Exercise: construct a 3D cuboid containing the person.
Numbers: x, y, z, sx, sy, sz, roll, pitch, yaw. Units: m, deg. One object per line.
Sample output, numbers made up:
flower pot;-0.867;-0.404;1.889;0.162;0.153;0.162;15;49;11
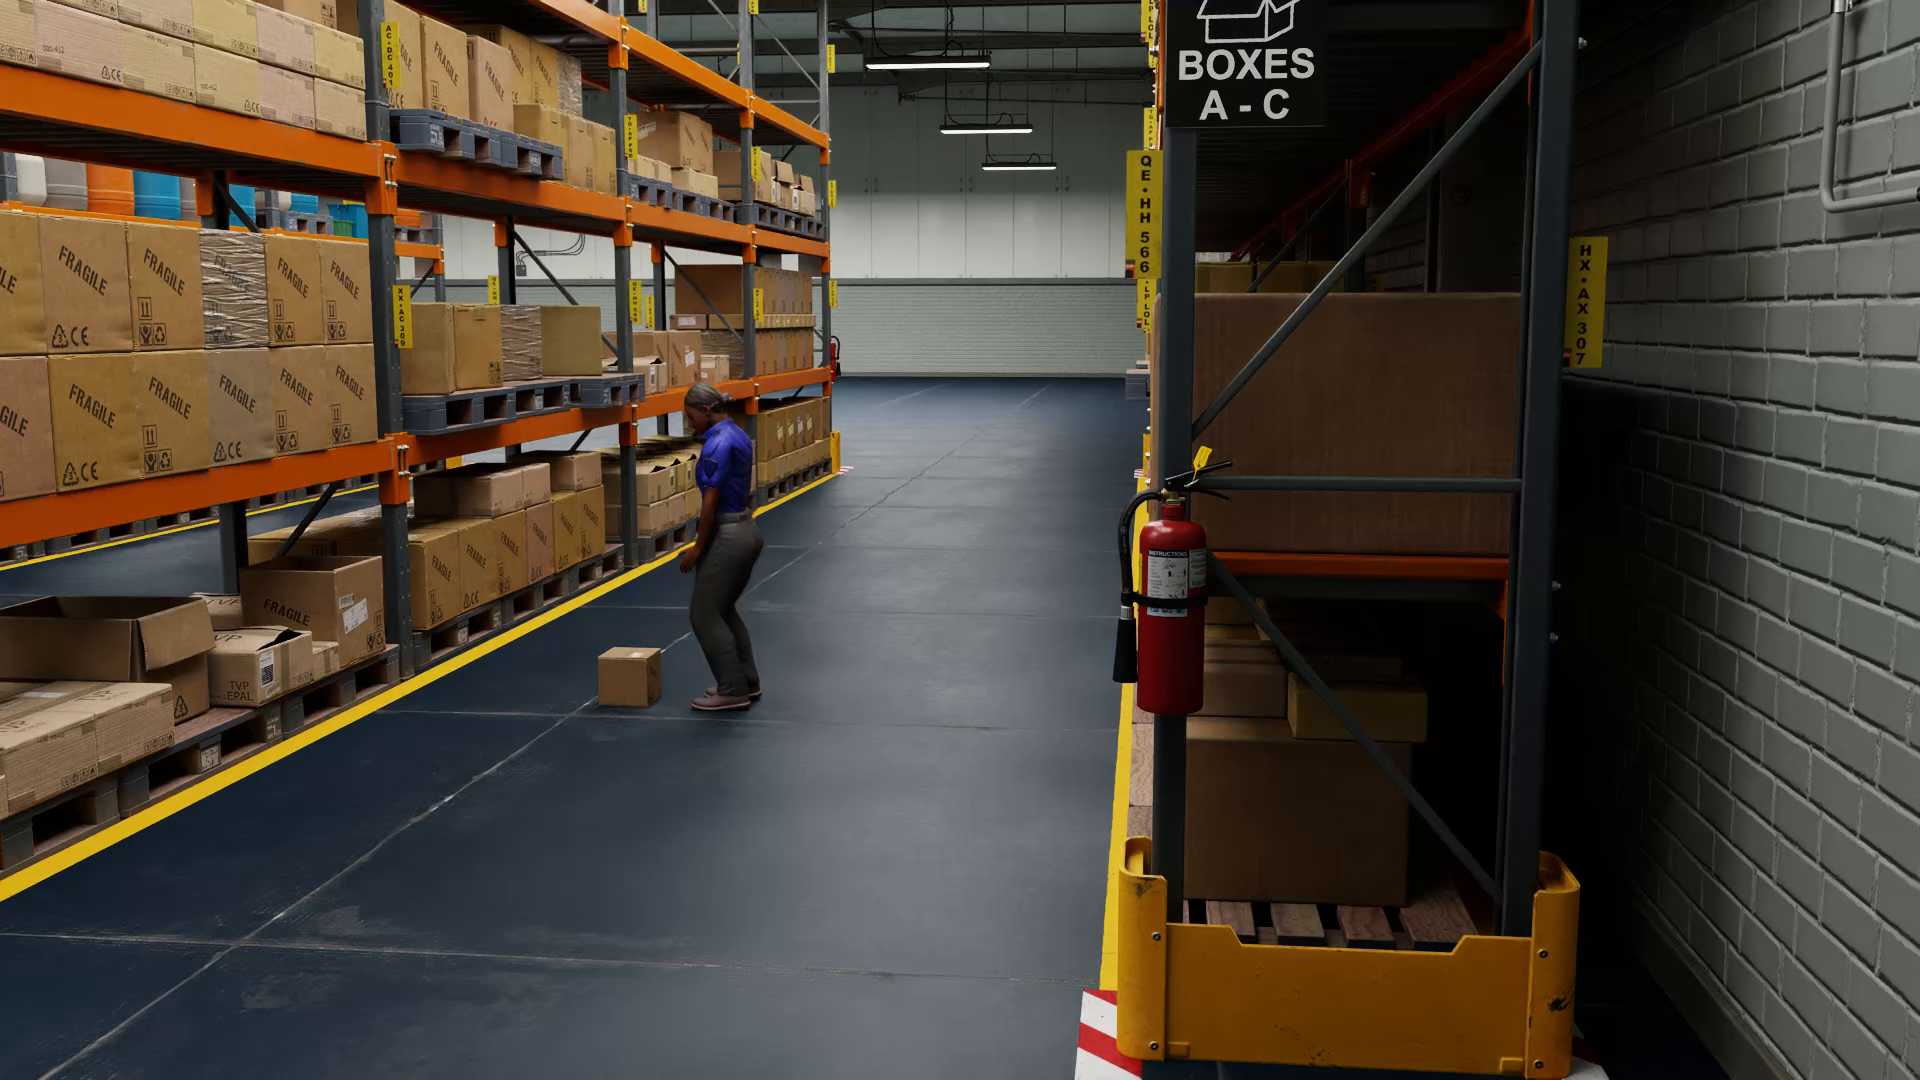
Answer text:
person;-1.343;0.490;8.359;0.847;0.798;0.469;1;8;5
